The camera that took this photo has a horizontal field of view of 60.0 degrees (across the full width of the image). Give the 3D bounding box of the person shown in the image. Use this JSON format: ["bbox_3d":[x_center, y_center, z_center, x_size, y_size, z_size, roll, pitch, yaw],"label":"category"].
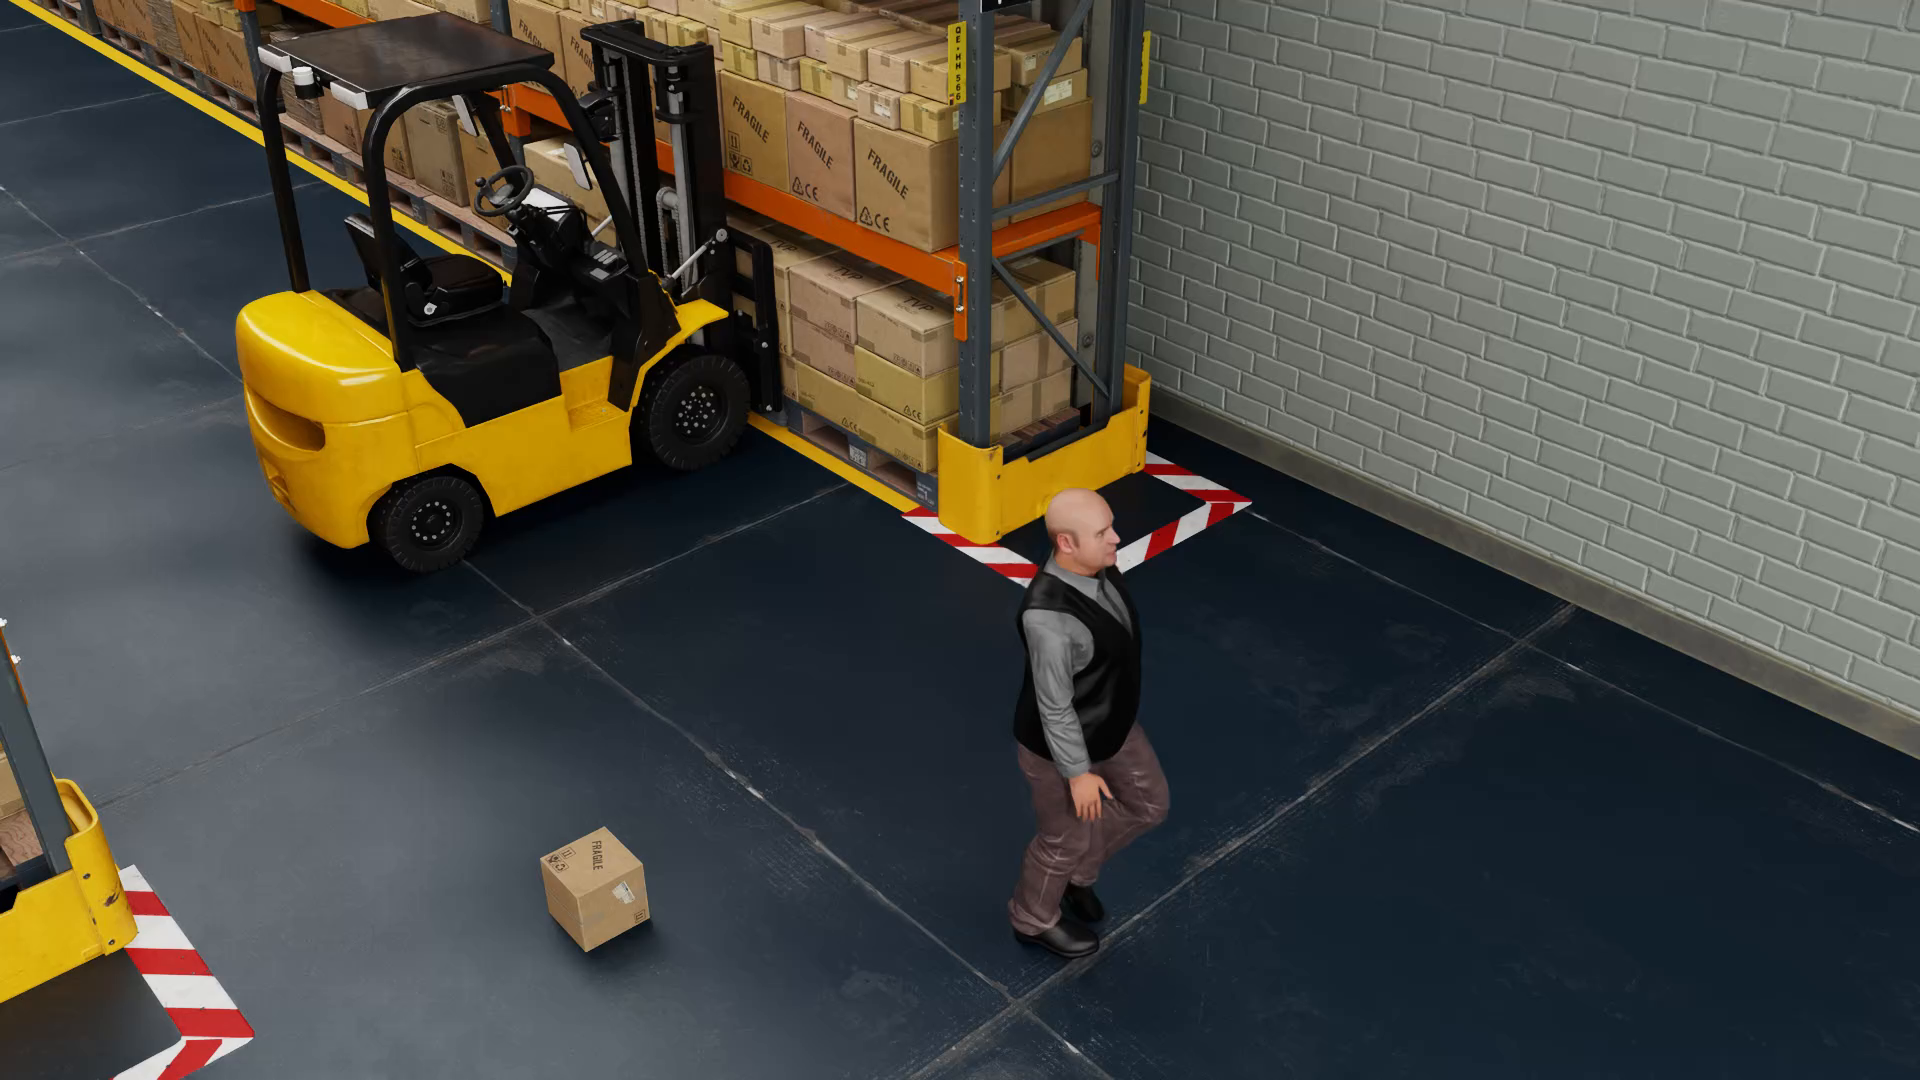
[{"bbox_3d":[0.395,0.616,5.132,0.479,1.750,0.575,12,33,18],"label":"person"}]
